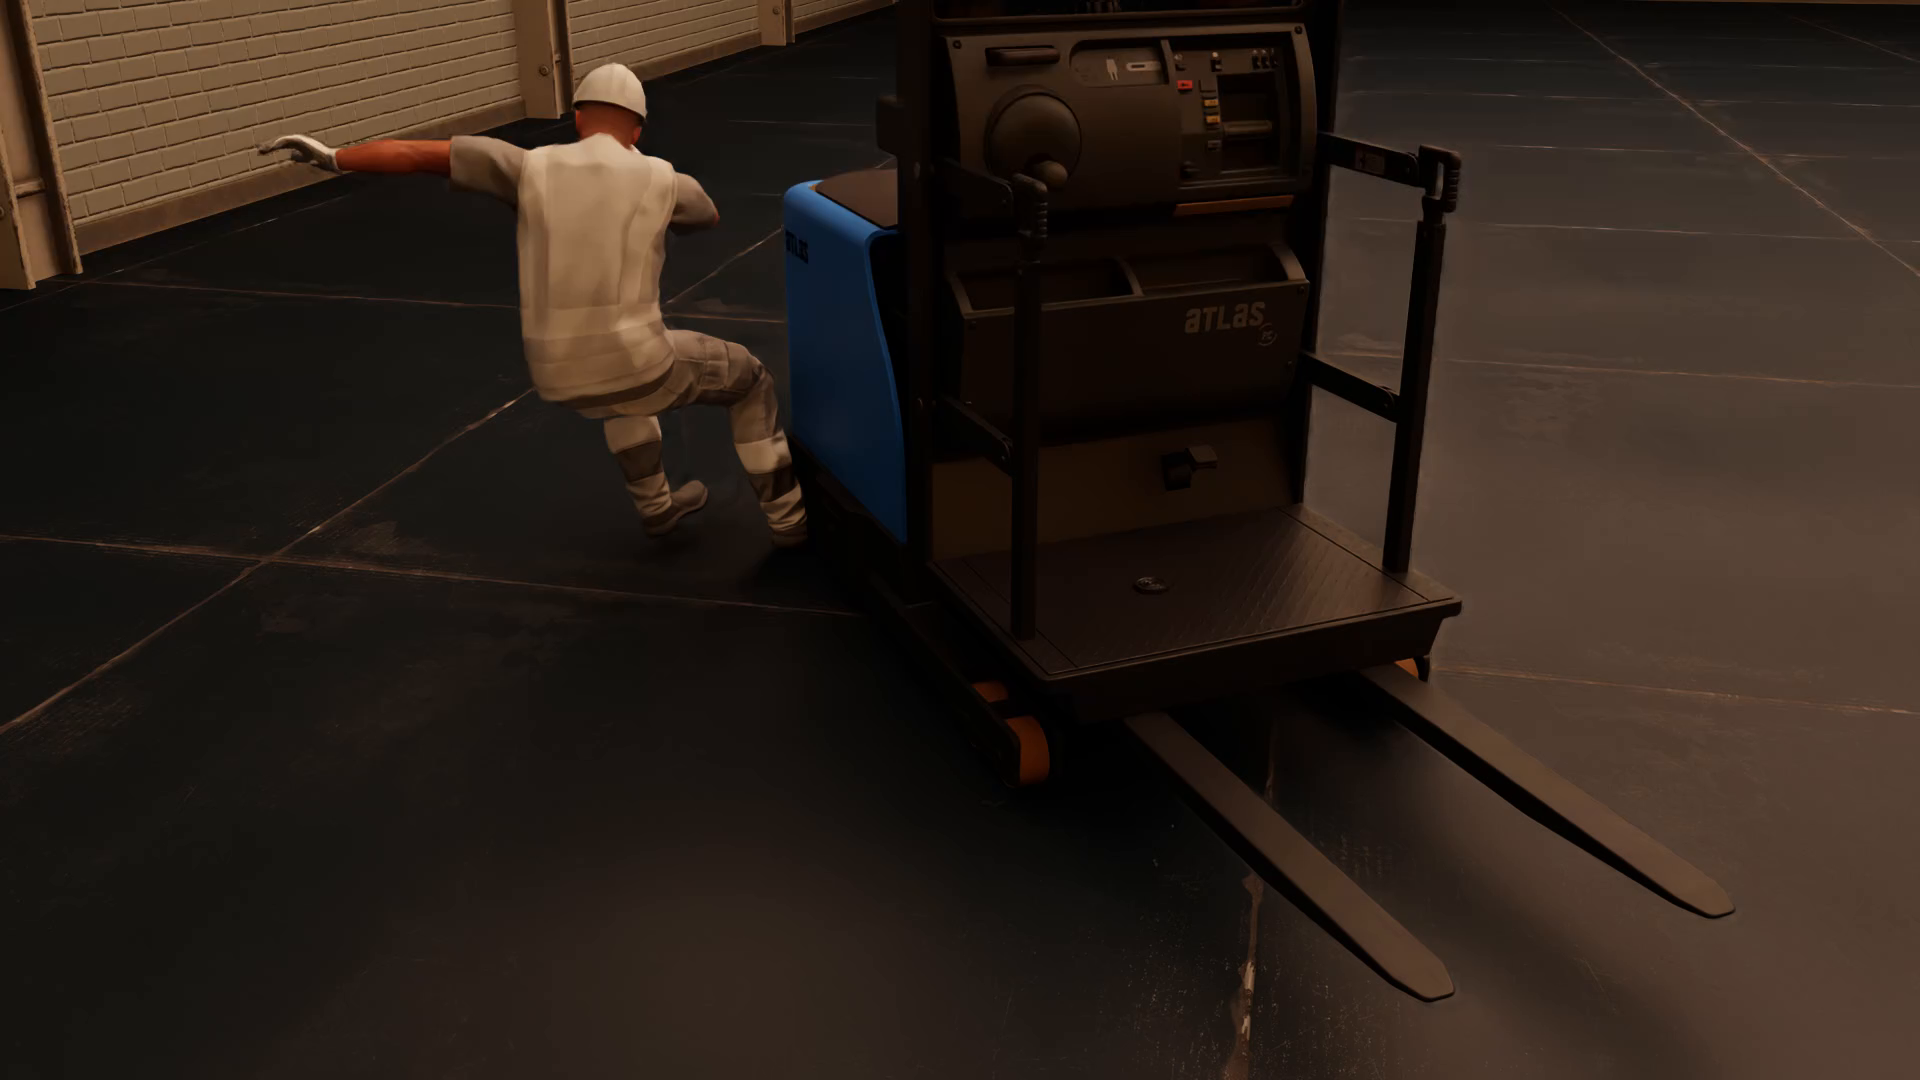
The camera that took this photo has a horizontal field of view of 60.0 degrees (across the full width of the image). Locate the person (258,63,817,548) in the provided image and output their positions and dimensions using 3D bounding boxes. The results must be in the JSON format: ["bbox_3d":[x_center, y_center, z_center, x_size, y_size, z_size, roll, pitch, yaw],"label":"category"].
[{"bbox_3d":[-1.104,-0.605,4.736,1.497,1.445,0.749,-1,22,-1],"label":"person"}]

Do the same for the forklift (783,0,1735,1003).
[{"bbox_3d":[0.493,-0.975,3.658,1.130,2.935,3.031,-9,24,-21],"label":"forklift"}]
